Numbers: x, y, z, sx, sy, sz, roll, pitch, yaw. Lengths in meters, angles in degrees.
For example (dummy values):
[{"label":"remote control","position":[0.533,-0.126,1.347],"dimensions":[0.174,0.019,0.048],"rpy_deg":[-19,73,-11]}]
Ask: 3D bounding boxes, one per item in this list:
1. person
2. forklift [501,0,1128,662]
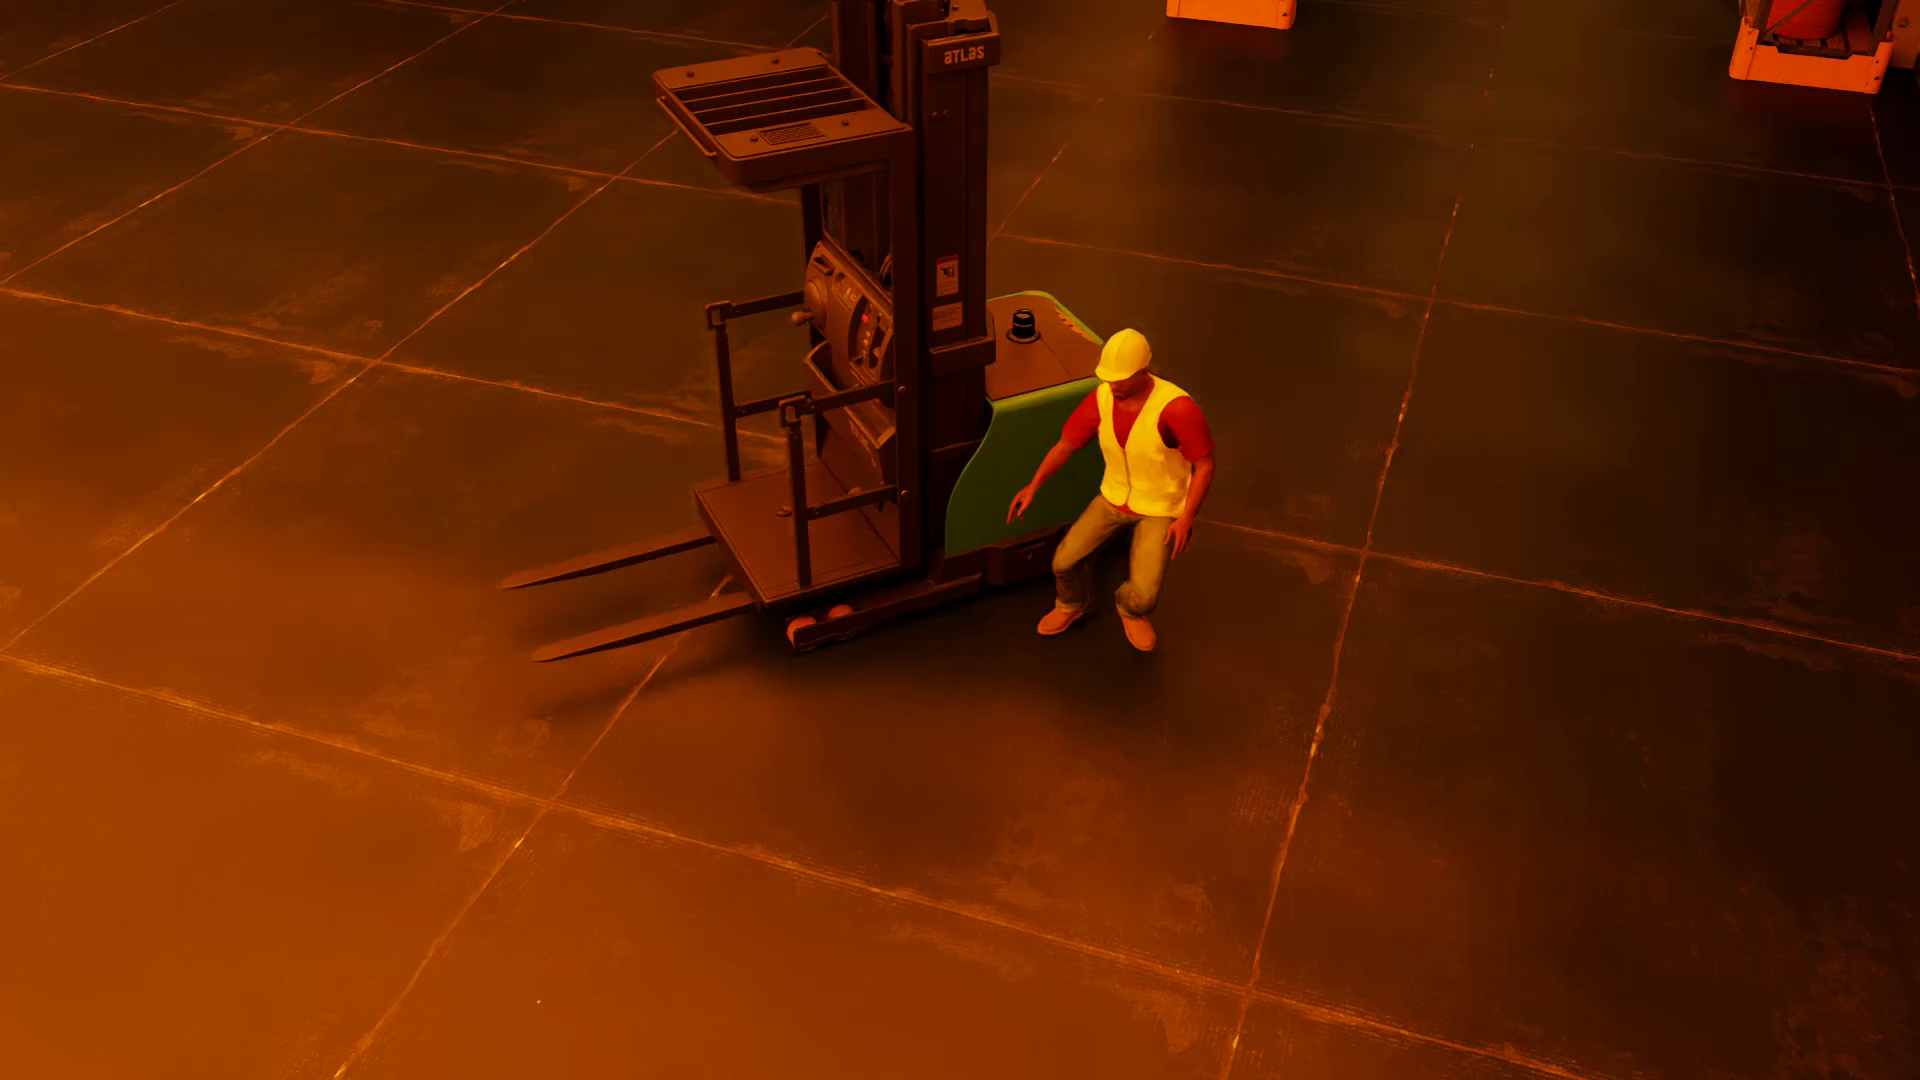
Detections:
[{"label":"person","position":[0.703,-0.154,7.457],"dimensions":[0.822,1.630,0.648],"rpy_deg":[25,42,31]},{"label":"forklift","position":[-0.696,-1.018,7.547],"dimensions":[3.031,2.935,1.130],"rpy_deg":[-15,38,-21]}]
